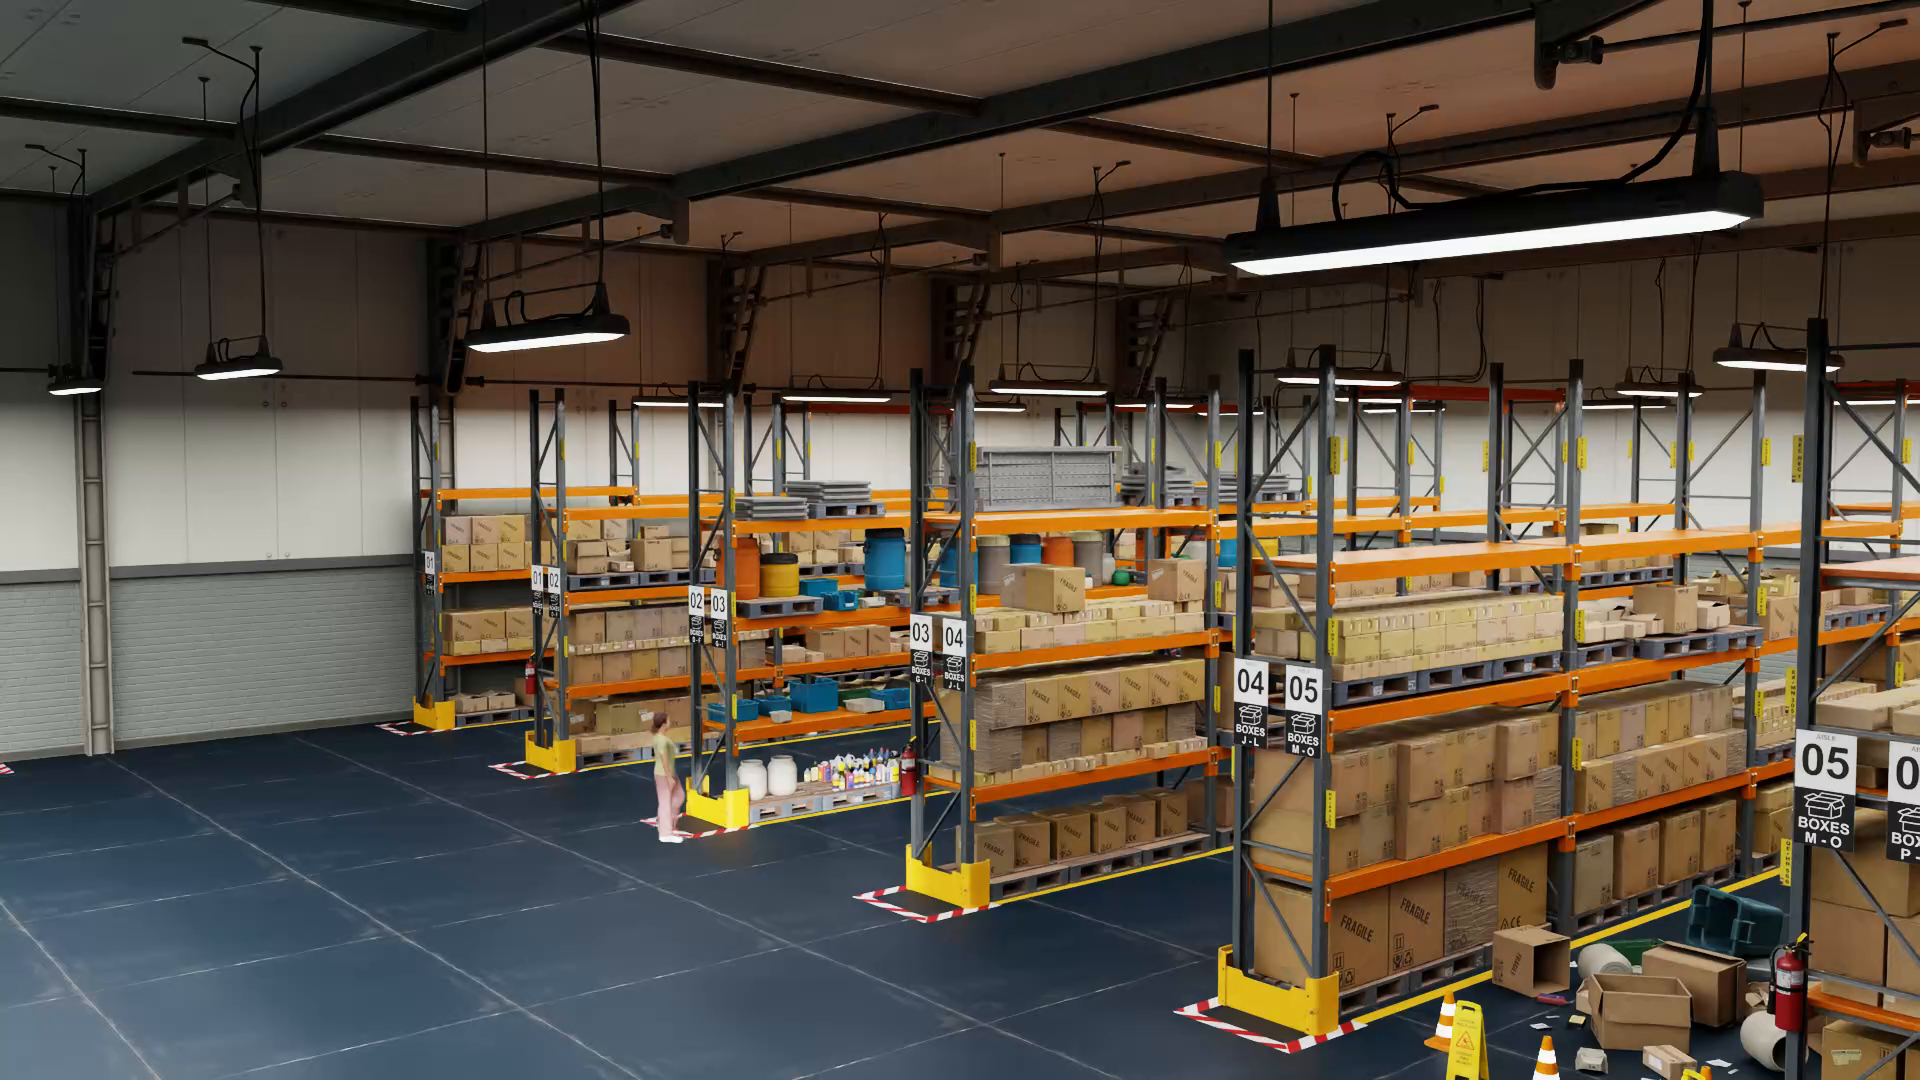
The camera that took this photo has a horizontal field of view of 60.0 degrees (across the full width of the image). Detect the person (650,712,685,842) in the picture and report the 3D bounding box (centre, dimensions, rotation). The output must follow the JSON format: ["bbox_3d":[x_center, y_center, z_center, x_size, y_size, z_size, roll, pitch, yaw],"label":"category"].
[{"bbox_3d":[-3.781,3.199,21.519,0.399,1.448,0.470,0,3,0],"label":"person"}]
